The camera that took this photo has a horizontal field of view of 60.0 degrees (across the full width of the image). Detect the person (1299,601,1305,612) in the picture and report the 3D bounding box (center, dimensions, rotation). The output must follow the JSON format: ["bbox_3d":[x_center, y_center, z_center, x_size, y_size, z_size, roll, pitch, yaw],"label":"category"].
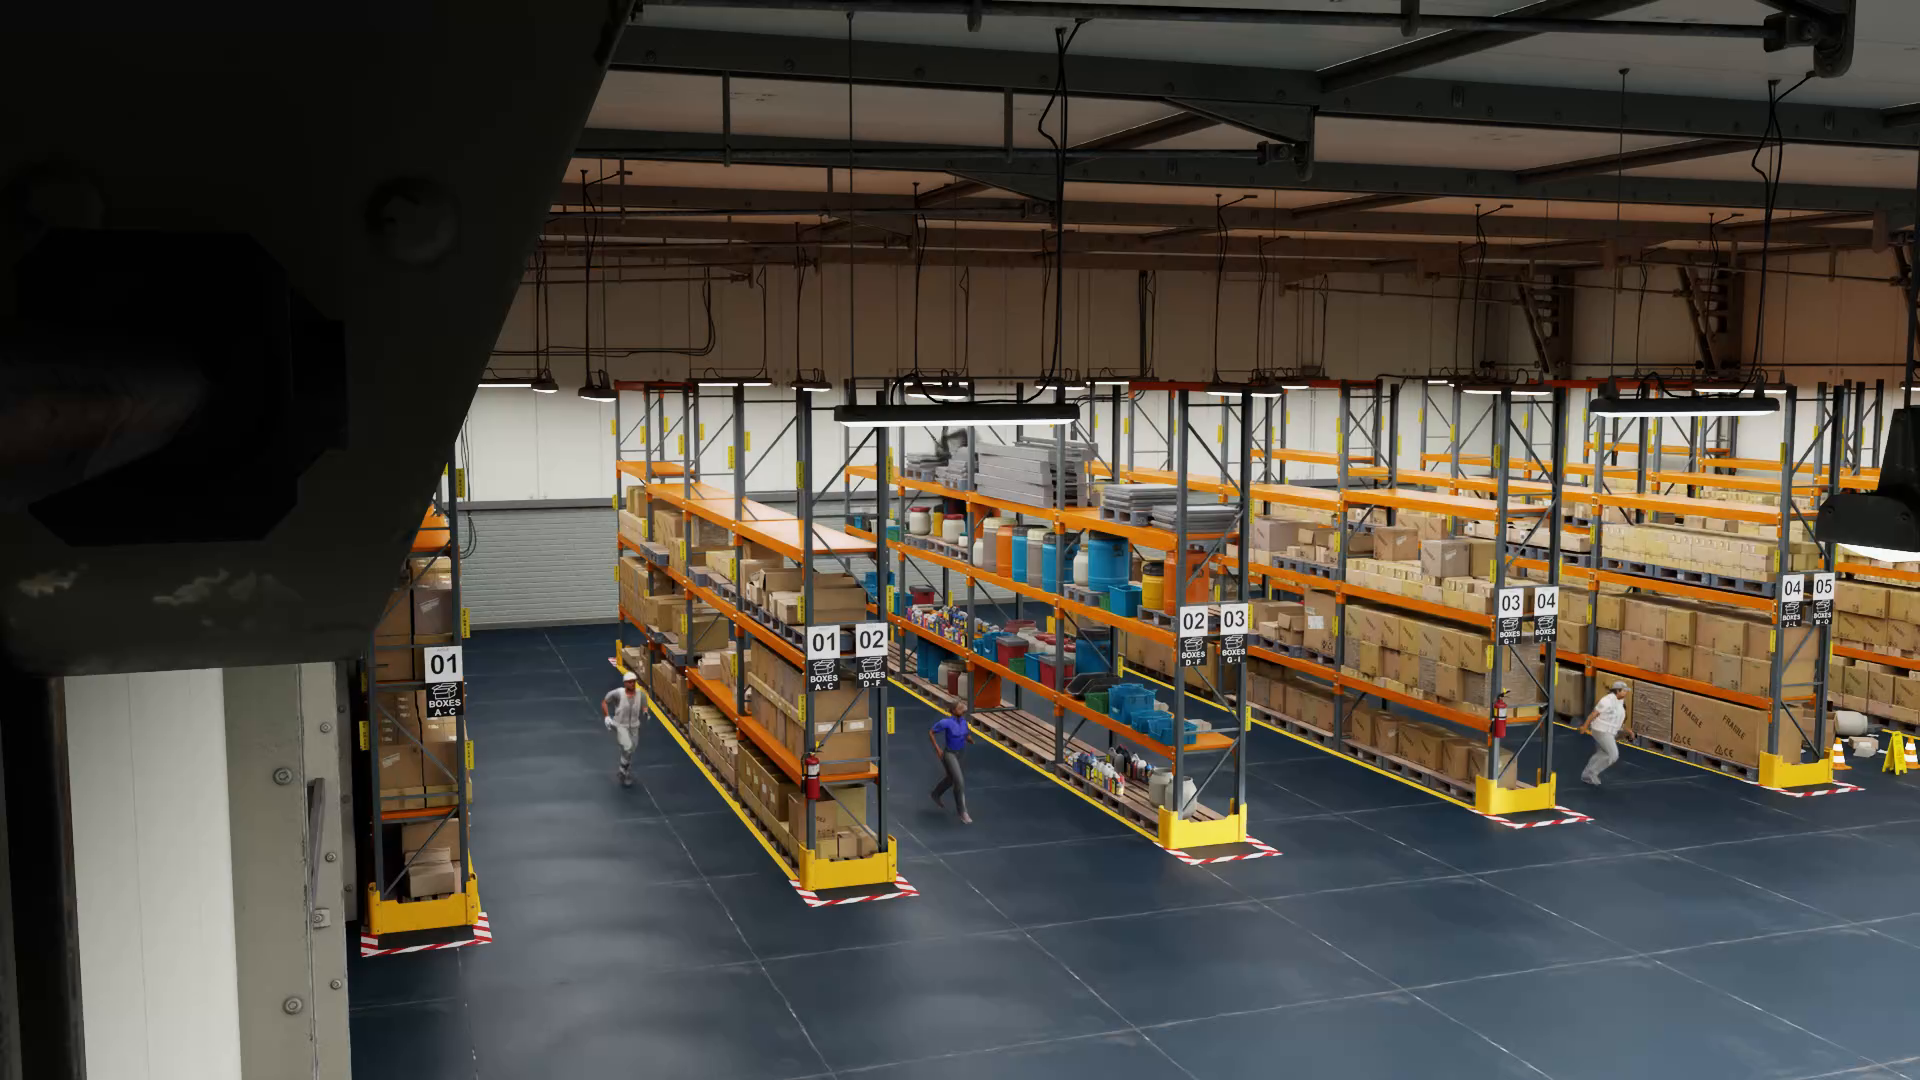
[{"bbox_3d":[7.206,1.858,34.366,0.663,1.670,0.730,0,6,-3],"label":"person"}]

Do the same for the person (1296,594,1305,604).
[{"bbox_3d":[8.549,1.185,40.855,0.882,1.709,0.586,2,6,20],"label":"person"}]

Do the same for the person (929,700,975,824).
[{"bbox_3d":[-0.145,3.062,23.202,0.906,1.697,0.610,5,8,40],"label":"person"}]

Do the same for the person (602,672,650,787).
[{"bbox_3d":[-5.019,2.827,25.041,0.669,1.749,0.827,-4,7,-31],"label":"person"}]

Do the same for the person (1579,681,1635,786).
[{"bbox_3d":[9.722,2.894,24.978,0.704,1.606,0.595,5,8,42],"label":"person"}]
